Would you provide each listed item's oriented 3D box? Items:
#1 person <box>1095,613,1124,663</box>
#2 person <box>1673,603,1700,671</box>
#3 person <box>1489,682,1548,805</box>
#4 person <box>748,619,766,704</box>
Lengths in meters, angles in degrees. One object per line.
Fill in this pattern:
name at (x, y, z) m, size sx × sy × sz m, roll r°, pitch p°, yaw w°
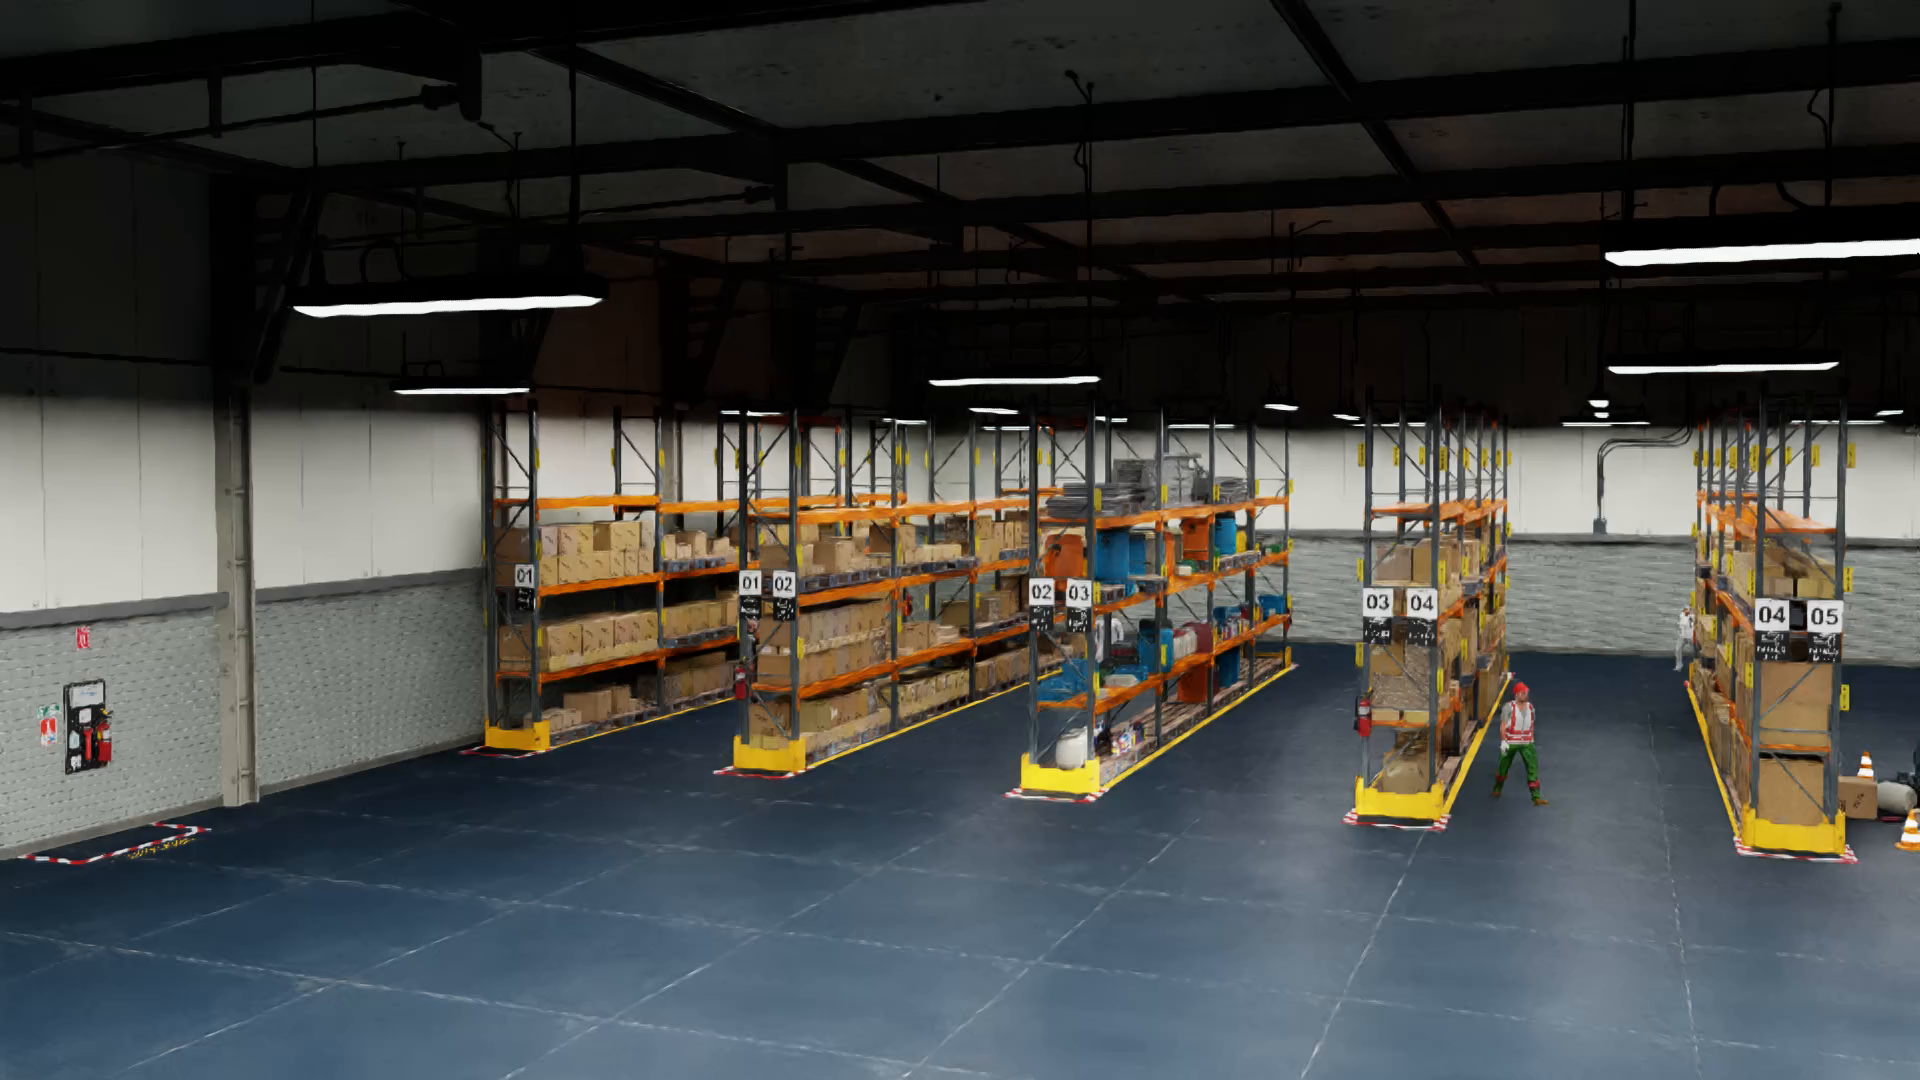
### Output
person at (3.244, 2.342, 36.485) m, size 0.729 × 1.733 × 0.544 m, roll 1°, pitch 3°, yaw 19°
person at (17.174, 2.270, 39.137) m, size 0.527 × 1.599 × 0.939 m, roll 3°, pitch 4°, yaw 42°
person at (8.090, 2.935, 24.109) m, size 0.581 × 1.761 × 0.947 m, roll 0°, pitch 3°, yaw -4°
person at (-4.174, 2.464, 33.648) m, size 0.463 × 1.731 × 0.598 m, roll 0°, pitch 3°, yaw -3°
